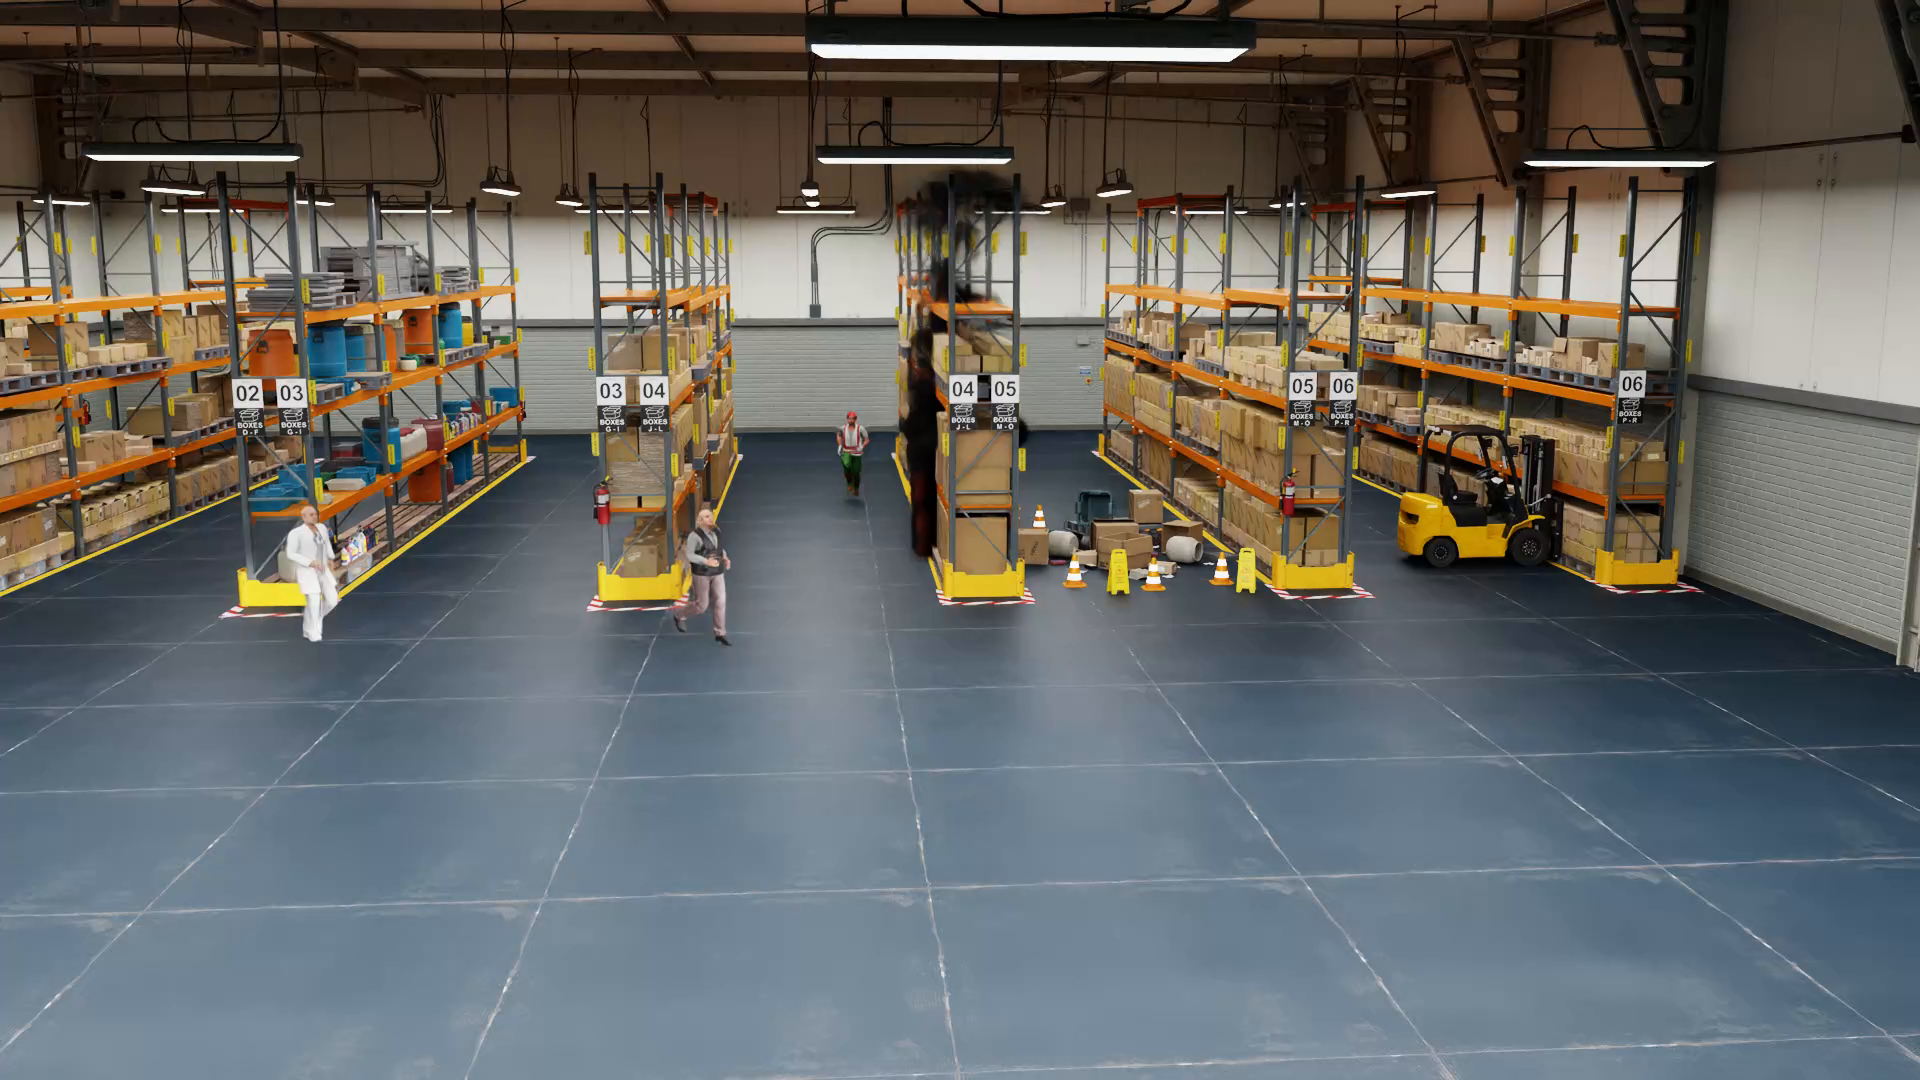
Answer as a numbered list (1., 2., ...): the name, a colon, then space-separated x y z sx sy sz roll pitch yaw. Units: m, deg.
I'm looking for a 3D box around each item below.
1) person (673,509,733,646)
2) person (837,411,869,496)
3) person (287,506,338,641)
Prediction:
1. person: -3.246 0.454 21.226 0.921 1.725 0.670 9 13 40
2. person: -2.119 -1.696 32.954 0.658 1.732 0.953 0 10 0
3. person: -8.237 0.426 21.283 0.631 1.741 0.732 6 12 31
